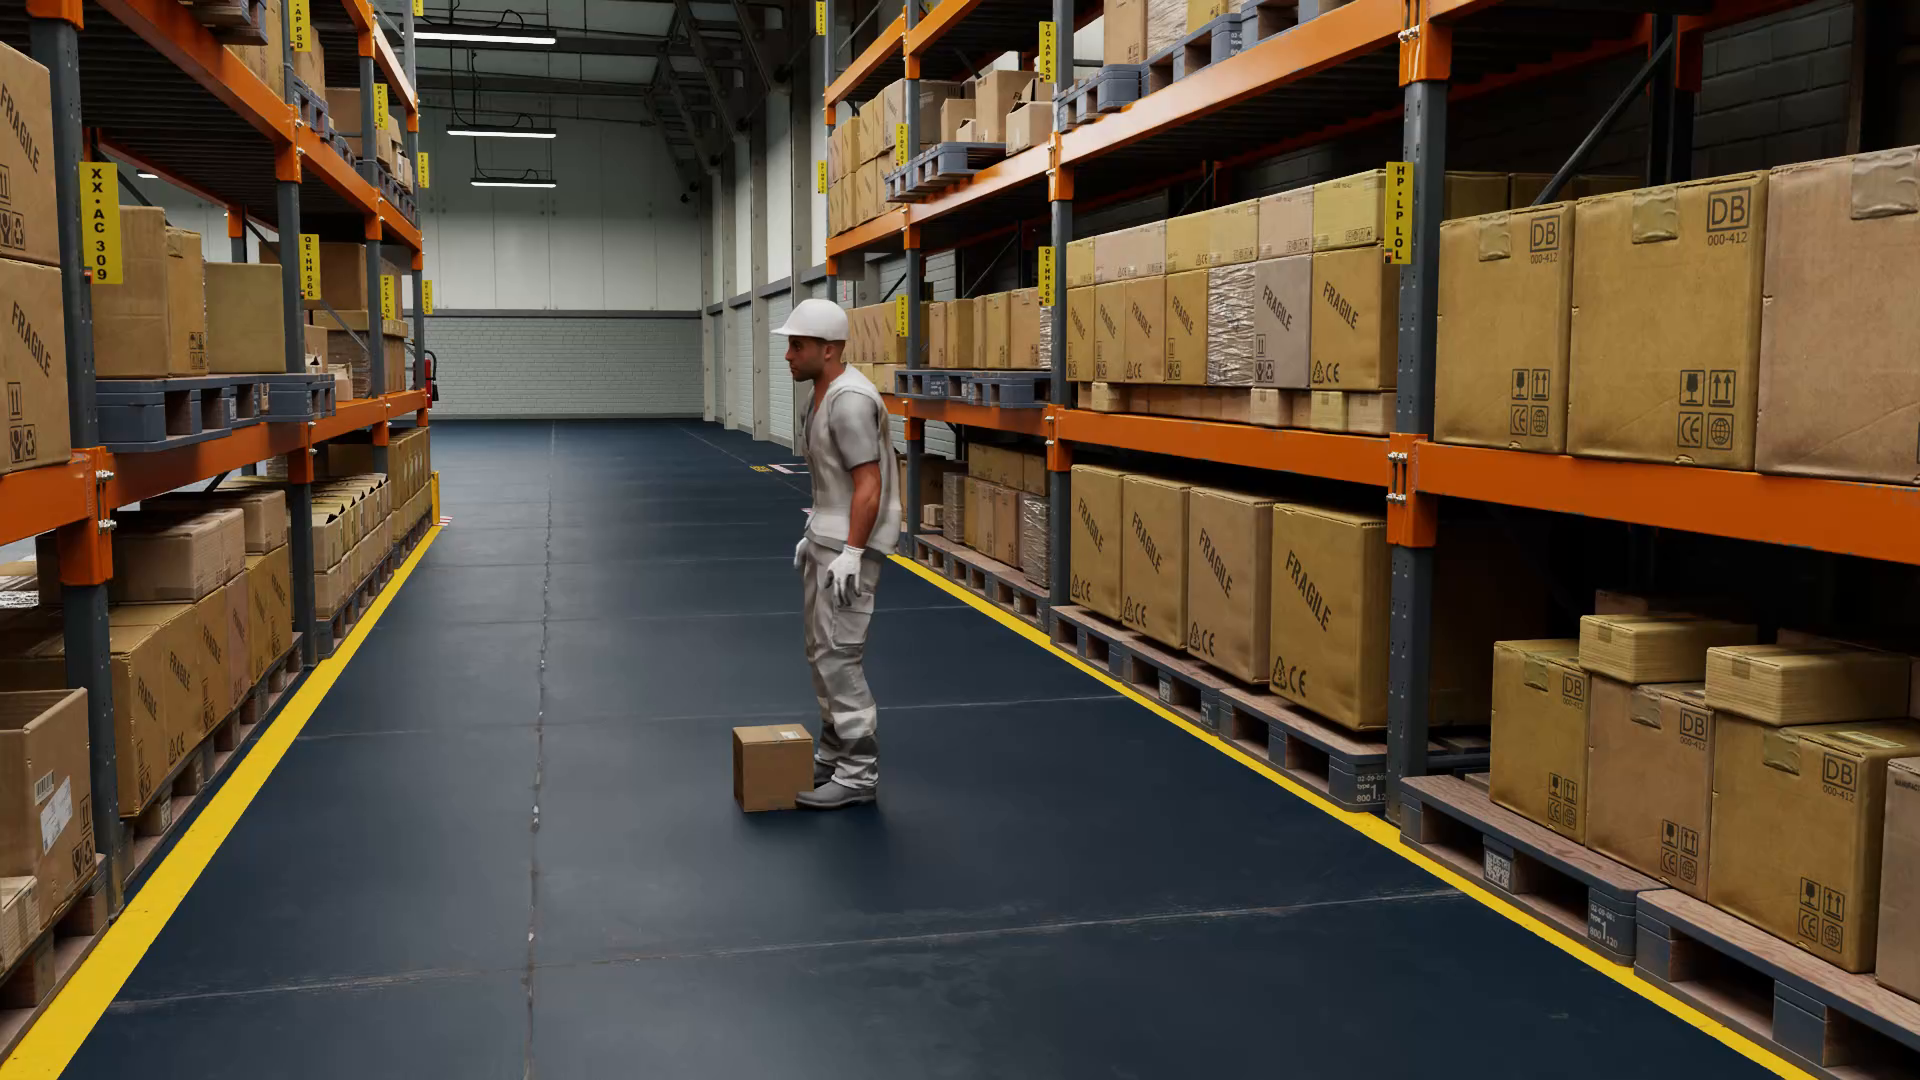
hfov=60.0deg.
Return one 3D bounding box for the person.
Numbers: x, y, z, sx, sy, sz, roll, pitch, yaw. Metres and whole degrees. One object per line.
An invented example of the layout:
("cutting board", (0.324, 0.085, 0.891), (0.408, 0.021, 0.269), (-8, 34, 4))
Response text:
("person", (-0.446, 0.045, 5.894), (0.448, 1.780, 0.619), (-2, 6, -17))
